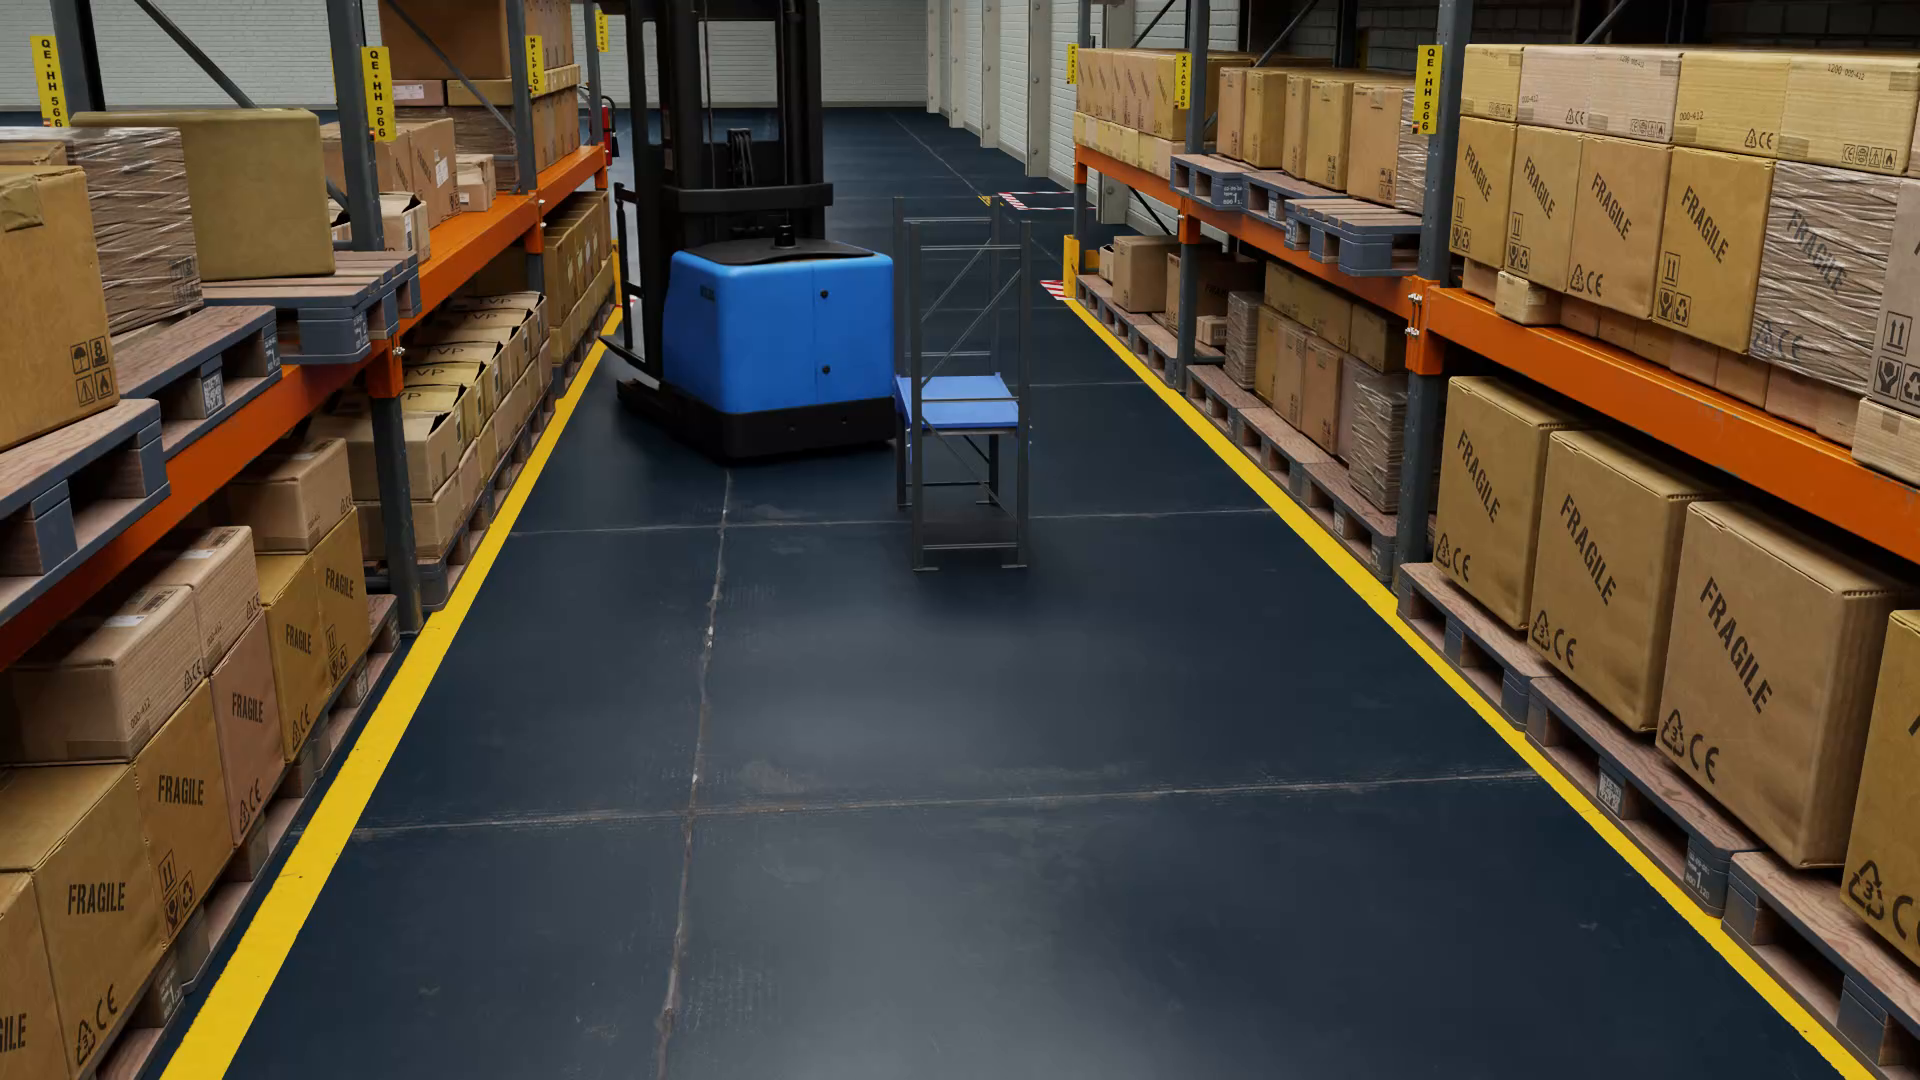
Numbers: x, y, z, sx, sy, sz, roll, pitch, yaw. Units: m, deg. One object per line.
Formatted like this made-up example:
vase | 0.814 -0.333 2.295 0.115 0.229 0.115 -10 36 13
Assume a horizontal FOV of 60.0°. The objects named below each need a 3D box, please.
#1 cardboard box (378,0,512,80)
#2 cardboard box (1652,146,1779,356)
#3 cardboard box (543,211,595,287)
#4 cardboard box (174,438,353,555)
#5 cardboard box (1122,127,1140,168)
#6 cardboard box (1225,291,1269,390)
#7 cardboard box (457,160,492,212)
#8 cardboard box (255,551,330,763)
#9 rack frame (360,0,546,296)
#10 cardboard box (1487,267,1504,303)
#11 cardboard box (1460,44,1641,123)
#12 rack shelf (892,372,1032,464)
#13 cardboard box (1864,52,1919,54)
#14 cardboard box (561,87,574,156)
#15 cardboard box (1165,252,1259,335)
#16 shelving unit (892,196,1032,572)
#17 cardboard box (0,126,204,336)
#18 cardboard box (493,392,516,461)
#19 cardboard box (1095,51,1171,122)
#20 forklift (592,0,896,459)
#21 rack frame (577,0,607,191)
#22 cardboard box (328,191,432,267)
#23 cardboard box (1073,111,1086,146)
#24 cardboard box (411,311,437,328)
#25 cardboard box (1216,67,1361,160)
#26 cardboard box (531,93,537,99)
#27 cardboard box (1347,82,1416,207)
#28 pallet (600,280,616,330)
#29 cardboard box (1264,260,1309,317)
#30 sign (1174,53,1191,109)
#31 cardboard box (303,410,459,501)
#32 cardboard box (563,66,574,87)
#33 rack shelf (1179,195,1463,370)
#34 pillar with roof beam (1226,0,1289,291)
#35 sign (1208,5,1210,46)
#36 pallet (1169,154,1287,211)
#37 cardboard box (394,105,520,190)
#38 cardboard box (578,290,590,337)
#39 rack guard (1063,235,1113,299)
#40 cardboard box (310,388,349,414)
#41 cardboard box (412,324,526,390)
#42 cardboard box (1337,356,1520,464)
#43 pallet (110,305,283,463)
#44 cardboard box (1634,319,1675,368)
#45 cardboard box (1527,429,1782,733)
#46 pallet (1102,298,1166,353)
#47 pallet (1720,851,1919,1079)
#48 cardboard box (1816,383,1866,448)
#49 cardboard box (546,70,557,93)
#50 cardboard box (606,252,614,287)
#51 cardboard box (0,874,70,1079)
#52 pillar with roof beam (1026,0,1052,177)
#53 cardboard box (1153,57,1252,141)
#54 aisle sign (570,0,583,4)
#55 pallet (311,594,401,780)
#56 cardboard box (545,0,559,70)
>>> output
cardboard box | -3.079 -3.047 10.040 0.700 0.500 0.500 -2 18 -5
cardboard box | 2.264 -0.798 4.513 0.500 0.500 0.500 -1 17 -4
cardboard box | -2.920 -2.089 11.960 0.500 0.500 0.500 -2 18 -6
cardboard box | -2.274 -0.143 5.312 0.500 0.250 0.500 -1 17 -4
cardboard box | 1.439 -2.770 11.709 0.500 0.250 0.500 -2 18 -6
cardboard box | 1.992 -1.200 9.932 0.700 0.500 0.500 -1 17 -4
cardboard box | -2.754 -1.927 9.033 0.396 0.266 0.258 -2 18 -7
cardboard box | -2.231 0.352 4.986 0.500 0.500 0.500 -2 18 -8
rack frame | -3.027 -2.248 9.829 1.000 3.000 0.127 -2 18 -6
cardboard box | 2.133 -0.919 5.984 0.380 0.149 0.250 -2 17 -5
cardboard box | 2.106 -1.615 5.866 0.500 0.250 0.500 -1 17 -4
rack shelf | -0.009 -0.569 7.587 0.538 0.185 1.000 -2 18 -6
cardboard box | 2.770 -1.181 4.482 0.500 0.250 0.500 -2 18 -7
cardboard box | -3.345 -3.191 12.668 0.700 0.500 0.500 -1 17 -4
cardboard box | 1.753 -1.727 11.610 0.500 0.500 0.500 -3 18 -10
shelving unit | -0.009 -0.741 7.533 0.538 1.500 1.048 -2 18 -6
cardboard box | -2.533 -0.842 4.482 0.700 0.500 0.500 1 17 5
cardboard box | -2.541 -0.567 8.364 0.500 0.250 0.500 -1 17 -5
cardboard box | 1.326 -3.436 12.580 0.500 0.500 0.500 -2 18 -7
forklift | -1.472 -2.228 9.880 1.130 2.935 3.031 -9 20 -26
rack frame | -3.440 -3.440 13.625 1.000 3.000 0.127 -2 18 -6
cardboard box | -2.514 -1.286 6.914 0.500 0.311 0.500 -2 18 -6
cardboard box | 1.222 -3.377 13.641 0.500 0.250 0.500 -2 18 -7
cardboard box | -3.186 -1.124 9.202 0.500 0.311 0.500 -2 18 -6
cardboard box | 1.918 -2.507 9.753 0.700 0.500 0.500 -2 18 -5
cardboard box | -2.945 -2.921 10.723 0.380 0.149 0.250 -2 18 -6
cardboard box | 2.169 -1.773 7.416 0.700 0.500 0.500 -3 18 -11
pallet | -3.319 -1.883 13.321 1.003 0.211 1.213 -2 18 -6
cardboard box | 2.041 -1.427 9.402 0.500 0.250 0.500 -2 18 -7
sign | 1.361 -2.796 10.130 0.100 0.325 0.005 -2 18 -6
cardboard box | -2.376 -0.377 6.824 0.500 0.311 0.500 -1 17 -4
cardboard box | -3.156 -3.535 12.678 0.380 0.149 0.250 -2 18 -6
rack shelf | 2.106 -1.463 8.530 1.077 0.370 4.000 -2 18 -6
pillar with roof beam | -1.862 -6.141 12.215 9.100 9.000 0.400 -2 18 -6
sign | 2.041 -4.308 13.931 0.100 0.325 0.005 -2 18 -6
pallet | 1.834 -2.078 9.609 1.003 0.211 1.213 -2 18 -6
cardboard box | -3.079 -2.428 10.235 0.700 0.500 0.500 -2 18 -7
cardboard box | -2.866 -1.582 11.598 0.500 0.250 0.500 -2 18 -6
rack guard | 1.495 -2.378 14.418 1.175 0.500 0.348 -2 18 -6
cardboard box | -2.974 -0.515 7.264 0.500 0.311 0.500 -2 18 -6
cardboard box | -2.591 -0.989 8.771 0.500 0.311 0.500 -2 18 -6
cardboard box | 2.249 -0.598 8.011 0.700 0.500 0.500 -2 18 -6
pallet | -2.409 -0.385 4.217 1.003 0.211 1.213 -2 18 -6
cardboard box | 2.276 -0.612 5.005 0.380 0.149 0.250 -2 17 -5
cardboard box | 2.342 0.099 5.241 0.750 0.750 0.750 -2 18 -6
pallet | 1.666 -1.635 12.532 1.003 0.211 1.213 -2 18 -6
pallet | 2.570 1.084 3.871 1.003 0.211 1.213 -2 18 -6
cardboard box | 2.332 -0.305 4.027 0.380 0.149 0.250 -2 18 -6
cardboard box | -3.049 -3.227 11.697 0.380 0.149 0.250 -2 18 -6
cardboard box | -3.090 -2.177 13.494 0.500 0.250 0.500 -2 18 -6
cardboard box | -2.009 0.967 3.029 0.500 0.500 0.500 -3 18 -8
pillar with roof beam | -3.100 -9.716 23.603 9.100 9.000 0.400 -2 18 -6
cardboard box | 1.544 -2.829 10.646 0.500 0.500 0.500 -2 18 -6
aisle sign | -3.154 -4.709 13.327 0.394 0.787 0.004 -2 18 -6
pallet | -2.575 0.498 5.739 1.003 0.211 1.213 -2 18 -6
cardboard box | -3.286 -3.644 11.945 0.700 0.500 0.500 -2 18 -5
